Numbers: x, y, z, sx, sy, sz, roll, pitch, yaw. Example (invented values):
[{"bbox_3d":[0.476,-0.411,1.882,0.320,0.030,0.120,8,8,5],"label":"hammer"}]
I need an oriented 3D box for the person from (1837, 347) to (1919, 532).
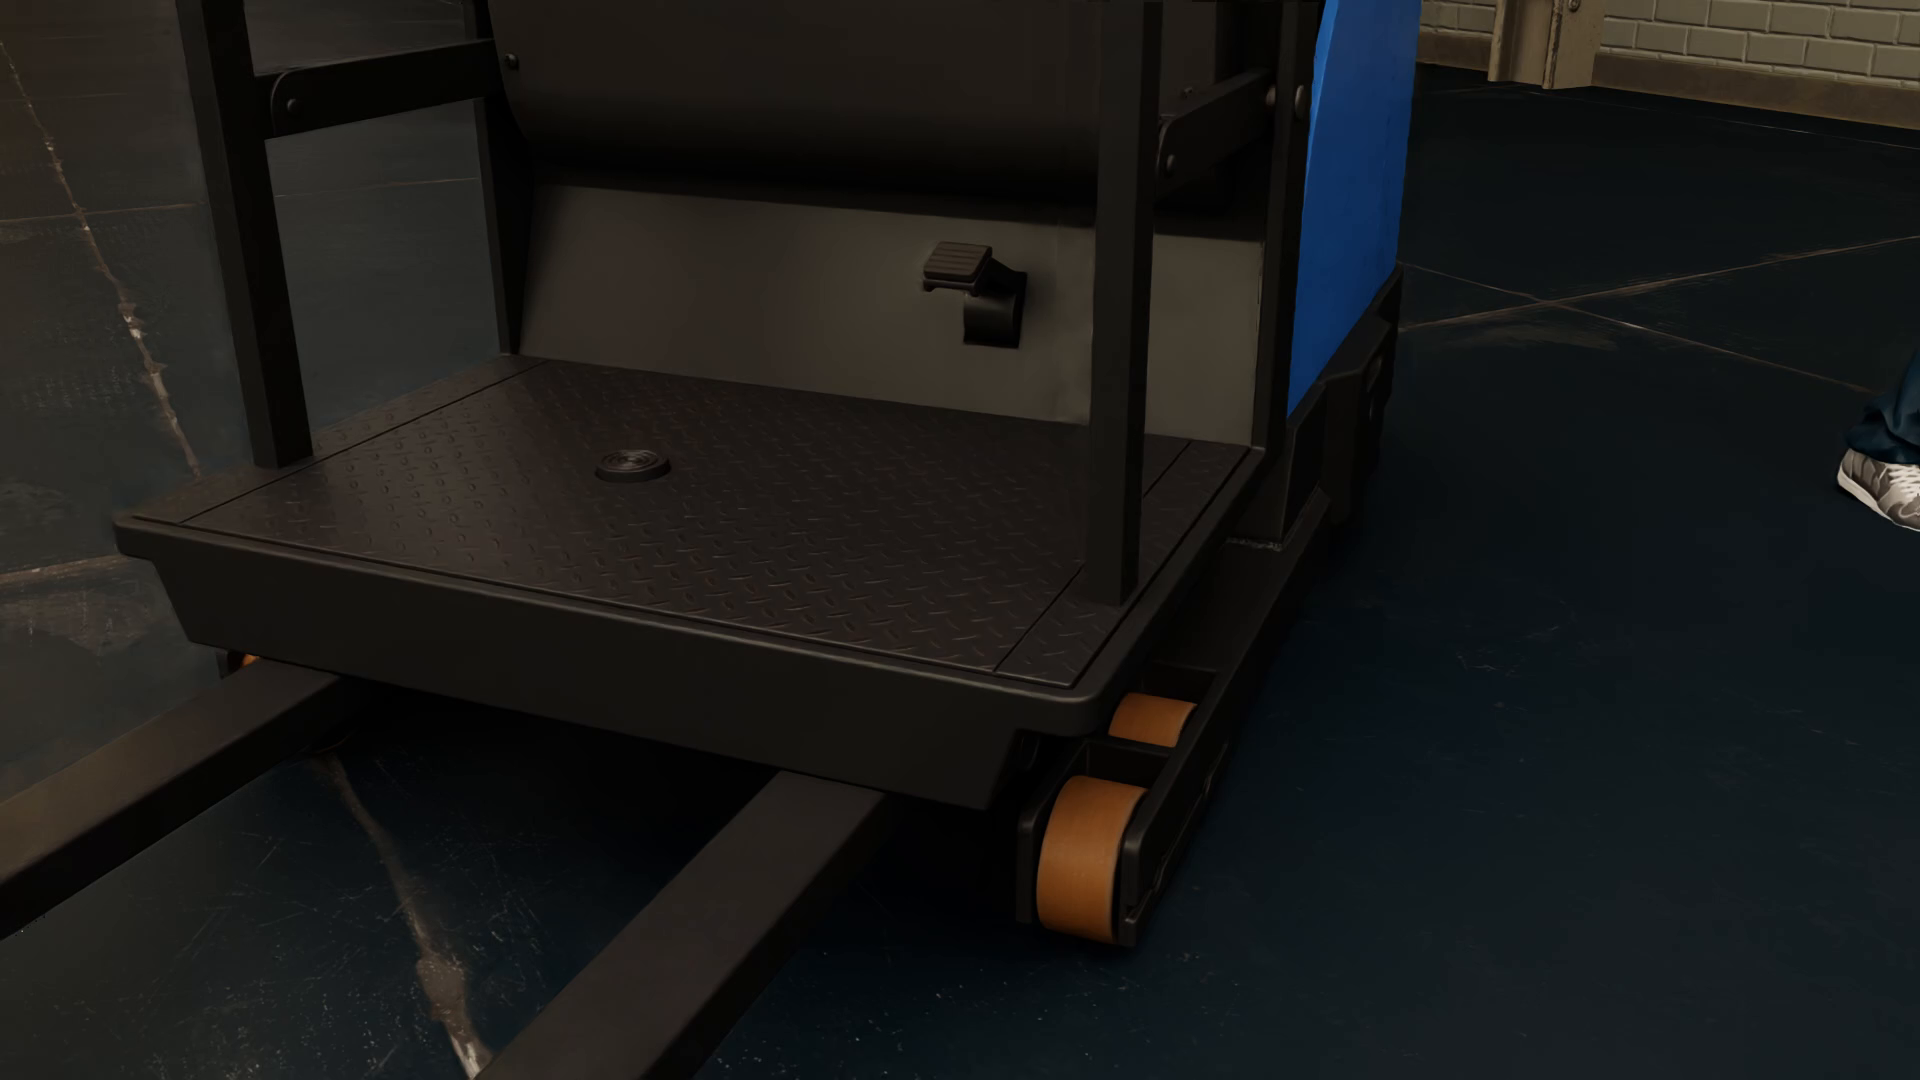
[{"bbox_3d":[1.887,-0.702,2.552,0.795,1.405,0.694,-4,23,-11],"label":"person"}]

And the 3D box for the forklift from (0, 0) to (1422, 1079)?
[{"bbox_3d":[-0.217,-1.135,1.540,1.130,2.935,3.031,9,24,20],"label":"forklift"}]
